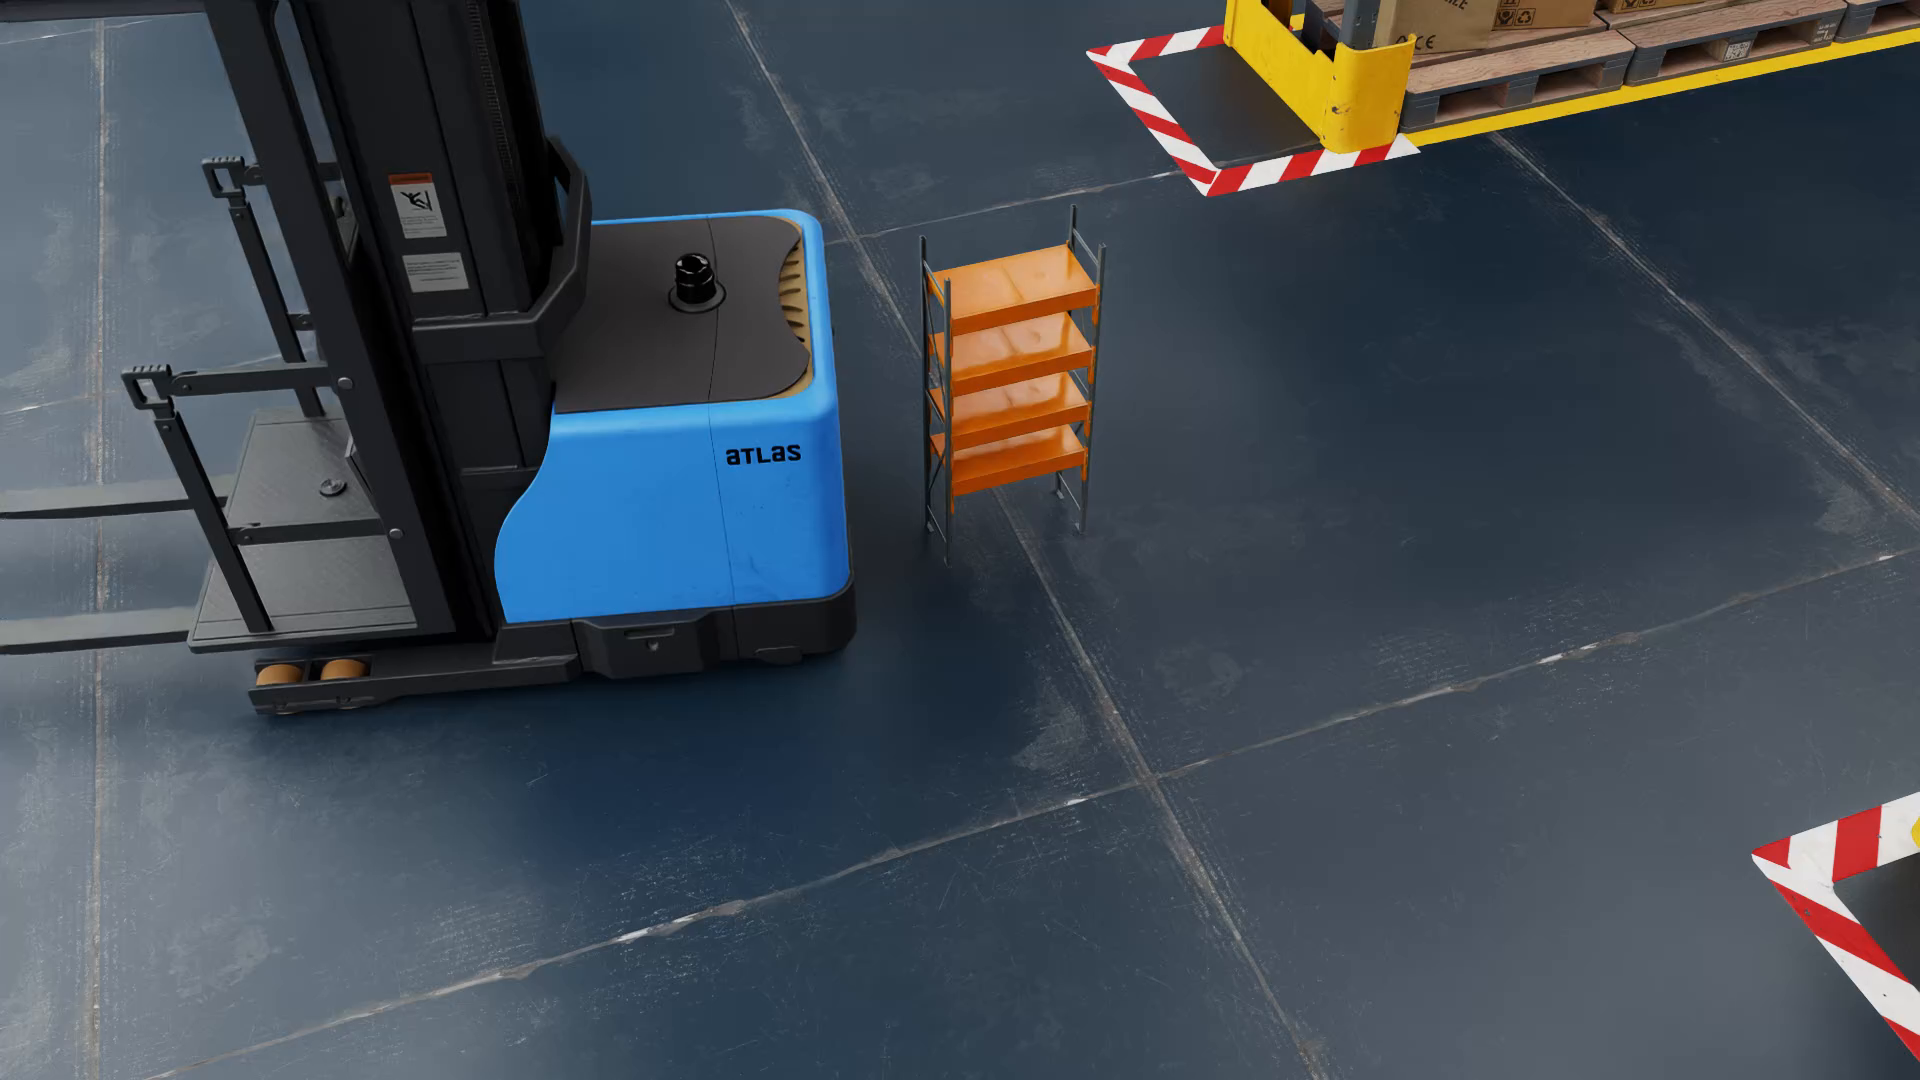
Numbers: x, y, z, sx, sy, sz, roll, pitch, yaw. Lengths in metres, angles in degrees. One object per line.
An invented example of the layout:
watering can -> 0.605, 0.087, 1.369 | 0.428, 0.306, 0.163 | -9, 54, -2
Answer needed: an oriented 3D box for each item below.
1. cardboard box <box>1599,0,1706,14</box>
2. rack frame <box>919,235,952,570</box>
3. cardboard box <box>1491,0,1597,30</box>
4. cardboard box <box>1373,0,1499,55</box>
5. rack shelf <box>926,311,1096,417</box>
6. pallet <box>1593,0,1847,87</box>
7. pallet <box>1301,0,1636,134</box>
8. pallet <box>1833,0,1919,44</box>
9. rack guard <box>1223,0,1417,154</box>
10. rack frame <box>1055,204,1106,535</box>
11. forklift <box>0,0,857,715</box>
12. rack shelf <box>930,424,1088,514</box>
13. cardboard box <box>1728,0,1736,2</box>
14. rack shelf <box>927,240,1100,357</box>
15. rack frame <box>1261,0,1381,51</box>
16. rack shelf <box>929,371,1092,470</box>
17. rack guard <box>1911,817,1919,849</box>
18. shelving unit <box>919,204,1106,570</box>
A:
cardboard box -> 3.308, -2.905, 7.996 | 0.500, 0.500, 0.500 | -10, 46, -10
rack frame -> -0.074, -0.405, 5.306 | 0.015, 1.200, 0.240 | -14, 47, -14
cardboard box -> 2.713, -2.767, 7.859 | 0.500, 0.500, 0.500 | -3, 45, -3
cardboard box -> 2.162, -2.601, 7.693 | 0.500, 0.500, 0.500 | -6, 45, -6
rack shelf -> 0.156, -0.574, 5.254 | 0.480, 0.148, 0.258 | -14, 47, -14
pallet -> 3.563, -2.692, 8.284 | 1.213, 0.211, 1.003 | -14, 47, -14
pallet -> 2.417, -2.402, 7.995 | 1.213, 0.211, 1.003 | -14, 47, -14
pallet -> 4.712, -2.988, 8.579 | 1.213, 0.211, 1.003 | -14, 47, -14
rack guard -> 1.641, -2.332, 7.721 | 0.348, 0.500, 1.175 | -14, 47, -14
rack frame -> 0.385, -0.522, 5.423 | 0.015, 1.200, 0.240 | -14, 47, -14
forklift -> -1.885, -0.886, 4.563 | 3.031, 2.935, 1.130 | -5, 45, -4
rack shelf -> 0.156, -0.276, 5.553 | 0.480, 0.148, 0.258 | -14, 47, -14
cardboard box -> 3.849, -3.010, 8.100 | 0.500, 0.500, 0.500 | -18, 48, -17
rack shelf -> 0.156, -0.741, 5.086 | 0.480, 0.148, 0.258 | -14, 47, -14
rack frame -> 1.569, -3.196, 6.817 | 0.127, 3.000, 1.000 | -14, 47, -14
rack shelf -> 0.156, -0.416, 5.412 | 0.480, 0.148, 0.258 | -14, 47, -14
rack guard -> 3.136, 1.021, 4.379 | 0.348, 0.500, 1.175 | -14, 47, -14
shelving unit -> 0.156, -0.463, 5.365 | 0.503, 1.200, 0.258 | -14, 47, -14
